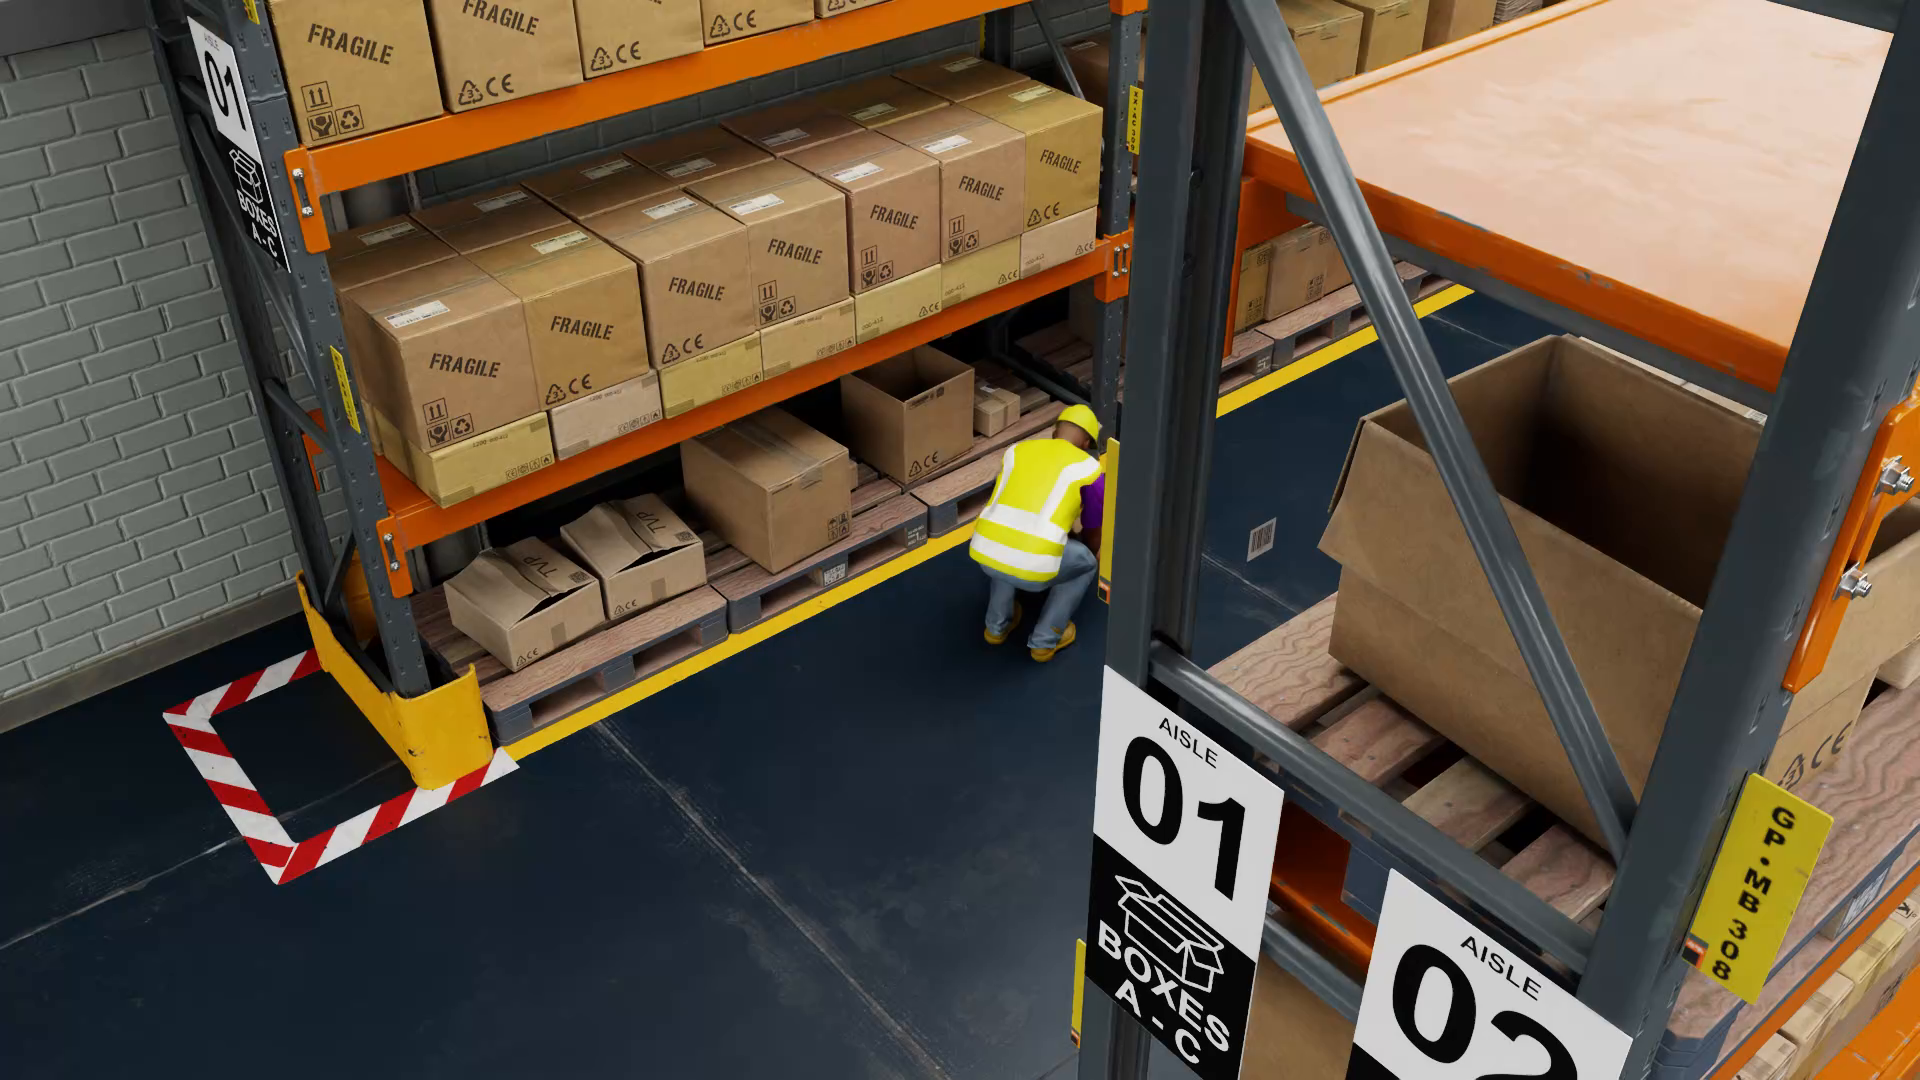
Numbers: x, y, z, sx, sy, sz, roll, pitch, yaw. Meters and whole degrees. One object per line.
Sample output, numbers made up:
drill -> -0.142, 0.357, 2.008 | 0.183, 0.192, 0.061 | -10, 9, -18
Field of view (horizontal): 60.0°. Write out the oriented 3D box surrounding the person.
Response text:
person -> 0.382, -0.027, 7.747 | 0.532, 1.011, 0.927 | 19, 40, 25
